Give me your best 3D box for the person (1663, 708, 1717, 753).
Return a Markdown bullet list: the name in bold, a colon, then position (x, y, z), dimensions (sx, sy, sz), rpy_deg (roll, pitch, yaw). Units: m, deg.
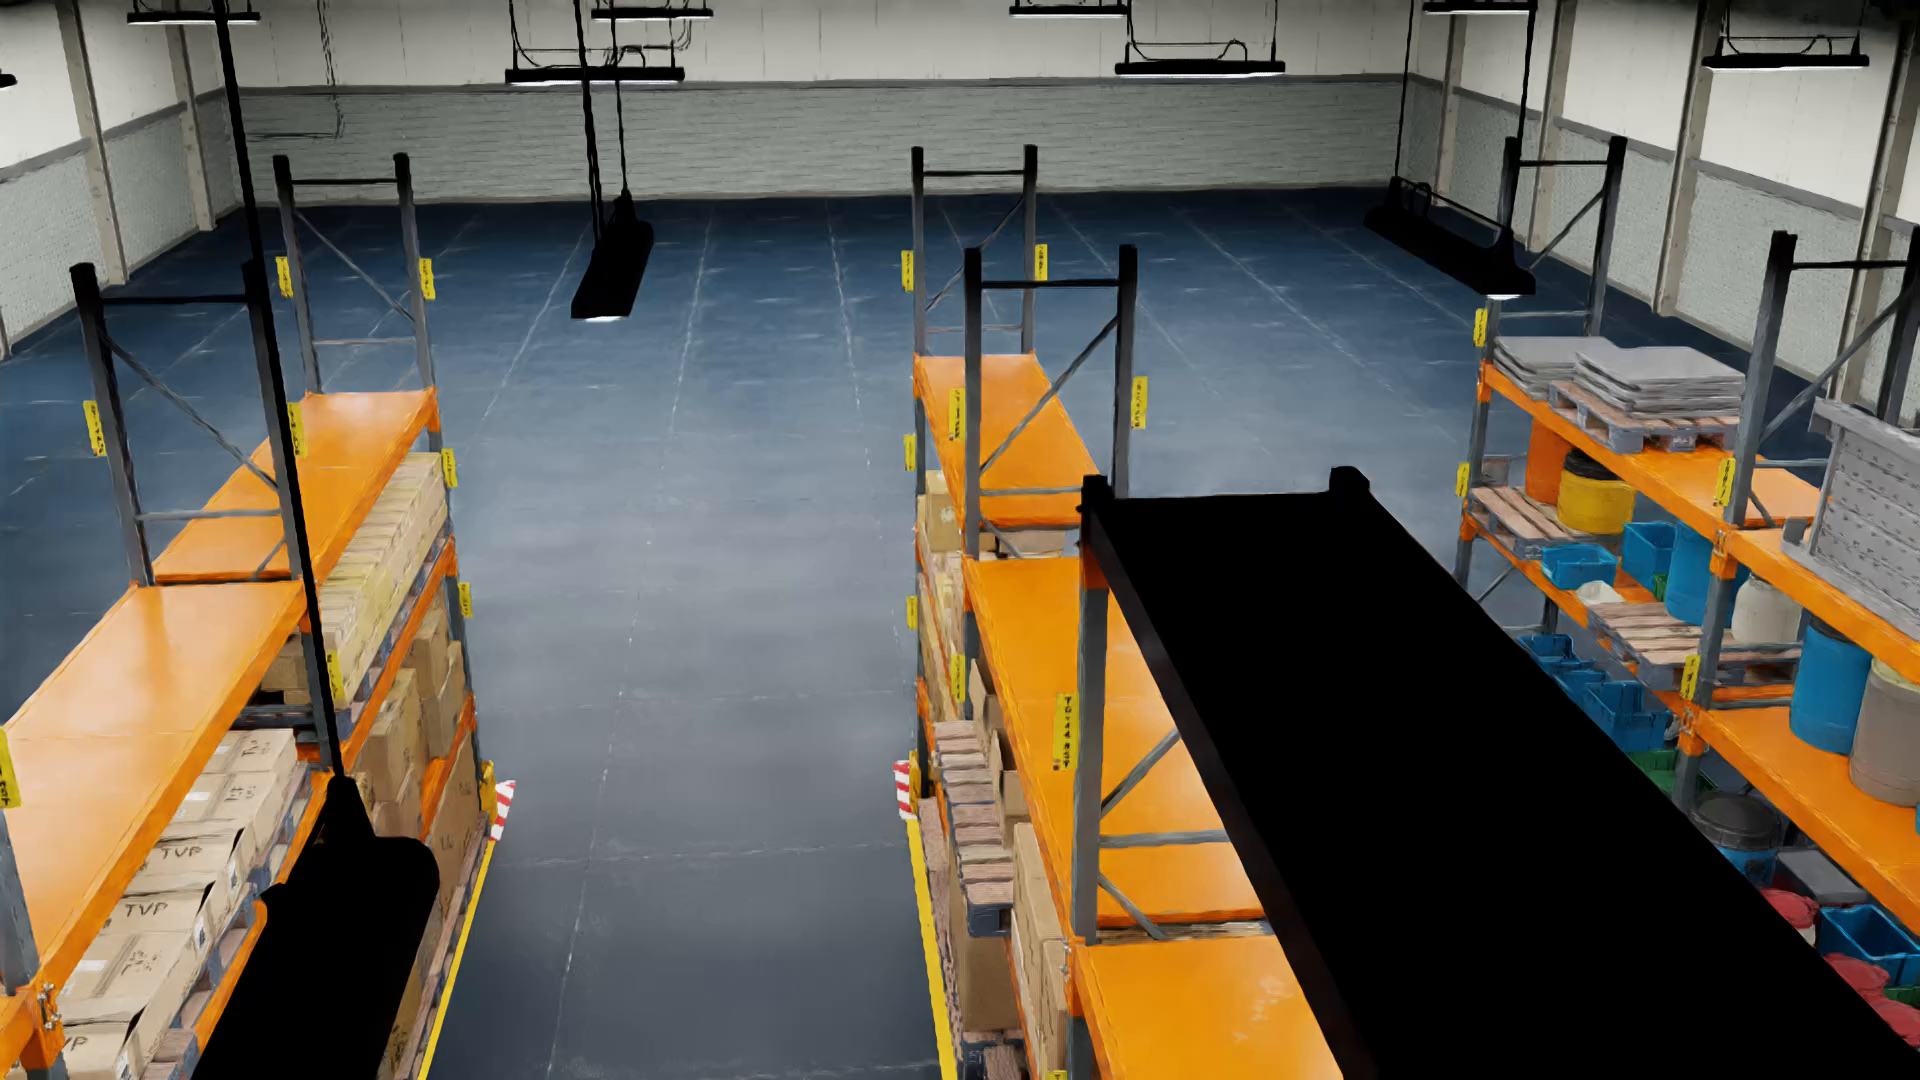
- **person**: position (7.164, 1.232, 16.152), dimensions (0.450, 1.737, 0.595), rpy_deg (-15, 26, -33)
